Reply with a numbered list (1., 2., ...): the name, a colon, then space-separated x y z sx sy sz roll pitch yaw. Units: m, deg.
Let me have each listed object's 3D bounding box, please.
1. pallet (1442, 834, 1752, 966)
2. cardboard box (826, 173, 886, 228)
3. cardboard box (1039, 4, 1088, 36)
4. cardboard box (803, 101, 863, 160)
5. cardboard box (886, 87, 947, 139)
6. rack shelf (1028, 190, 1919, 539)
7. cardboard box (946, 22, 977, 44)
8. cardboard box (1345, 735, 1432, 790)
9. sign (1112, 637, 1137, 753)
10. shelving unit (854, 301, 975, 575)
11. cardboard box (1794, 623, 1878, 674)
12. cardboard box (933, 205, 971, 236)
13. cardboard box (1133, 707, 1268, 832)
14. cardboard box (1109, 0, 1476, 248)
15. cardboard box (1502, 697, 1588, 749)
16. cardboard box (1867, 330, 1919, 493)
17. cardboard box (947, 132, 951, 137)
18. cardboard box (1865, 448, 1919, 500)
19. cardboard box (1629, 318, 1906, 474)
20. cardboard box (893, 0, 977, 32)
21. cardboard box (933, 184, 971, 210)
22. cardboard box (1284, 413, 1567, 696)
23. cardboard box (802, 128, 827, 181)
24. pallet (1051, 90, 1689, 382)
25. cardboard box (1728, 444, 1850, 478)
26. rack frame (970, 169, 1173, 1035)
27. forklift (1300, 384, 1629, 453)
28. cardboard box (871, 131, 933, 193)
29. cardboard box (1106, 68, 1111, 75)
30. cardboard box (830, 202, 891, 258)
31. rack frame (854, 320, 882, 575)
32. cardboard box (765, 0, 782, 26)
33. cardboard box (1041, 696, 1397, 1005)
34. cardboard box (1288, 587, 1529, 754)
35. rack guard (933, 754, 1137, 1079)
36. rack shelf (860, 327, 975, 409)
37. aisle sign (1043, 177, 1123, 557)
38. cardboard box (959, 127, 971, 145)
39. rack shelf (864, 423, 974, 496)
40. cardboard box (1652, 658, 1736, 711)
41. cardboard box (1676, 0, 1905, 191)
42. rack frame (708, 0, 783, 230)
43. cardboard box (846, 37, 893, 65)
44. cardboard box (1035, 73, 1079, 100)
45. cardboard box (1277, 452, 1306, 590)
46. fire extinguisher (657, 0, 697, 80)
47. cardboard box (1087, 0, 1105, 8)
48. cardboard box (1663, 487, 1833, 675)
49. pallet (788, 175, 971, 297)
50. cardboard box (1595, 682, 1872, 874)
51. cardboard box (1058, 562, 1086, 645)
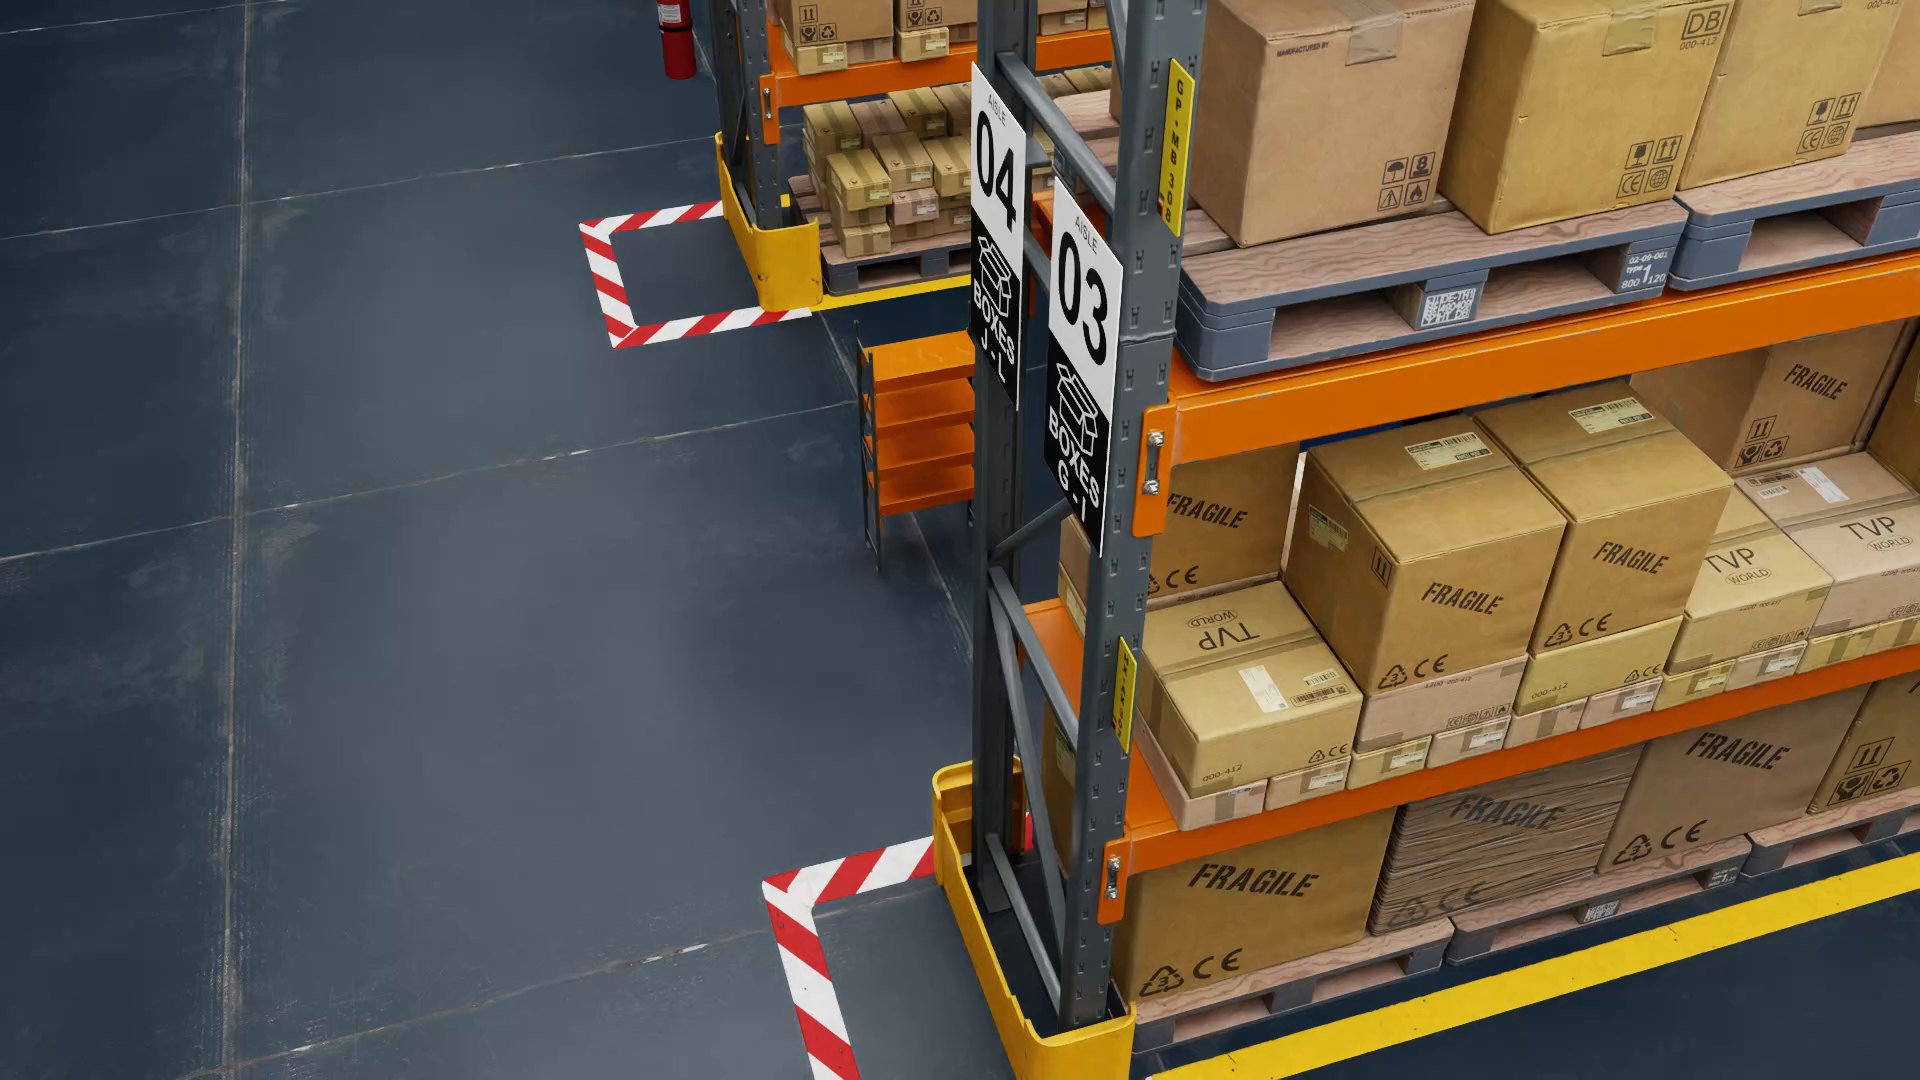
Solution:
1. pallet: 2.150 1.001 6.294 1.213 0.211 1.003 -12 42 -13
2. cardboard box: -0.568 -1.875 9.087 0.250 0.149 0.380 -10 42 -11
3. cardboard box: 0.482 -2.802 8.718 0.250 0.149 0.380 -12 43 -14
4. cardboard box: -0.716 -2.308 9.357 0.250 0.149 0.380 -11 42 -13
5. cardboard box: -0.250 -2.453 9.523 0.250 0.149 0.380 -13 43 -14
6. rack shelf: 2.156 -0.857 4.568 4.000 0.370 1.077 -12 42 -13
7. cardboard box: -0.028 -2.733 8.639 0.250 0.149 0.380 -10 42 -11
8. cardboard box: 1.175 0.526 4.909 0.250 0.149 0.380 -13 43 -14
9. sign: 0.410 0.390 4.155 0.005 0.325 0.100 -12 42 -13
10. shelving unit: -0.158 -0.419 7.167 0.503 1.200 0.258 -12 42 -13
11. cardboard box: 2.646 0.221 5.258 0.250 0.149 0.380 -12 43 -14
12. cardboard box: -0.089 -1.880 9.319 0.250 0.149 0.380 -11 42 -13
13. cardboard box: 0.687 0.628 4.792 0.250 0.149 0.380 -11 42 -13
14. cardboard box: 0.729 -1.103 3.831 0.500 0.500 0.700 -14 43 -16
15. cardboard box: 1.666 0.424 5.025 0.250 0.149 0.380 -12 43 -14
16. cardboard box: 3.227 -0.377 5.069 0.500 0.500 0.500 -11 42 -13
17. cardboard box: 0.055 -2.308 9.583 0.250 0.149 0.380 -12 43 -14
18. cardboard box: 3.229 -0.094 5.315 0.500 0.250 0.500 -10 42 -12
19. cardboard box: 2.564 -0.599 5.324 0.500 0.500 0.500 -13 43 -14
20. cardboard box: -0.131 -2.923 8.363 0.500 0.500 0.500 -12 42 -13
21. cardboard box: -0.083 -1.998 9.228 0.250 0.149 0.380 -11 42 -13
22. cardboard box: 1.265 0.034 4.598 0.500 0.500 0.500 -13 43 -14
23. cardboard box: -0.727 -2.216 9.478 0.250 0.149 0.380 -13 43 -14
24. pallet: 0.953 -0.853 4.083 1.213 0.211 1.003 -12 42 -13
25. cardboard box: 2.569 -0.320 5.574 0.500 0.250 0.500 -11 42 -12
26. rack frame: 0.249 0.397 4.866 0.127 3.000 1.000 -12 42 -13
27. forklift: 2.225 -1.626 7.233 3.031 2.935 1.130 -13 43 -15
28. cardboard box: -0.316 -2.065 9.079 0.250 0.149 0.380 -11 42 -12
29. cardboard box: 1.029 -2.628 9.724 0.250 0.149 0.380 -13 43 -15
30. cardboard box: -0.549 -1.723 9.140 0.250 0.149 0.380 -11 42 -12
31. rack frame: -0.391 -0.371 7.112 0.015 1.200 0.240 -12 42 -13
32. cardboard box: -0.919 -2.883 8.811 0.250 0.149 0.380 -12 42 -13
33. cardboard box: 0.835 0.862 5.629 0.875 0.875 0.875 -12 42 -13
34. cardboard box: 1.282 0.309 4.854 0.500 0.250 0.500 -12 43 -14
35. rack guard: 0.226 1.343 5.683 0.348 0.500 1.175 -12 42 -13
36. rack shelf: -0.158 -0.715 6.909 0.480 0.148 0.258 -12 42 -13
37. aisle sign: 0.270 -0.380 3.779 0.004 0.787 0.394 -12 42 -13
38. cardboard box: 0.174 -2.135 9.159 0.250 0.149 0.380 -14 43 -15
39. rack shelf: -0.158 -0.368 7.212 0.480 0.148 0.258 -12 42 -13
40. cardboard box: 2.153 0.323 5.141 0.250 0.149 0.380 -13 43 -14
41. cardboard box: 1.780 -1.271 4.023 0.500 0.500 0.700 -14 43 -16
42. rack frame: -1.145 -2.736 8.451 0.127 3.000 1.000 -12 42 -13
43. cardboard box: -0.507 -2.576 8.459 0.250 0.149 0.380 -10 42 -12
44. cardboard box: 0.540 -2.535 9.616 0.250 0.149 0.380 -13 43 -14
45. cardboard box: 1.115 -0.021 5.232 0.500 0.250 0.500 -12 43 -14
46. fire extinguisher: -1.524 -2.806 8.874 0.183 0.674 0.296 -12 42 -13
47. cardboard box: 0.825 -3.116 8.584 0.500 0.500 0.500 -13 43 -14
48. cardboard box: 2.258 0.105 5.087 0.500 0.250 0.500 -12 43 -14
49. pallet: -0.287 -1.839 9.544 1.213 0.211 1.003 -12 42 -13
50. cardboard box: 2.552 0.506 6.036 0.875 0.875 0.875 -12 42 -13
51. cardboard box: 0.490 0.214 5.265 0.250 0.149 0.380 -11 42 -12
